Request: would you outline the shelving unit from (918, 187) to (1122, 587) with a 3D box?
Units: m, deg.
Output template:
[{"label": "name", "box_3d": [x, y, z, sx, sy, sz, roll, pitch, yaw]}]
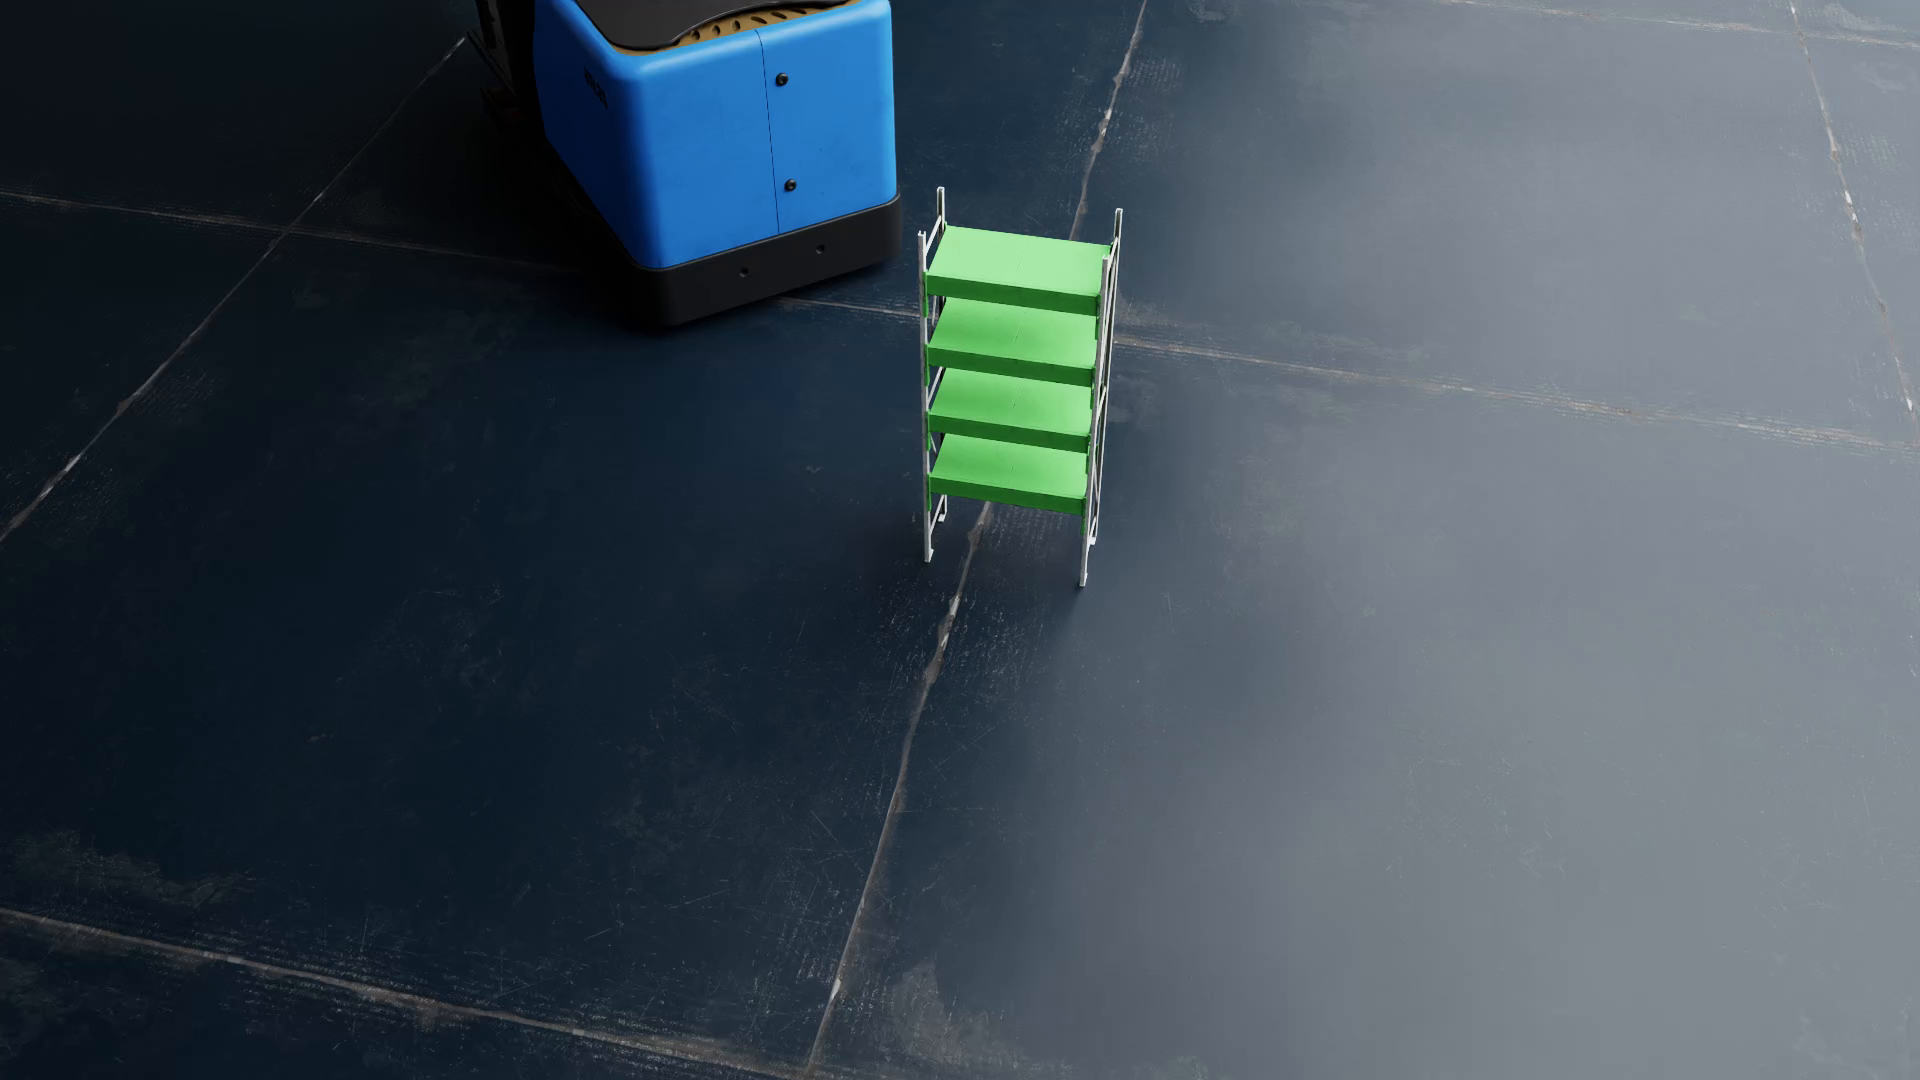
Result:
[{"label": "shelving unit", "box_3d": [0.162, -0.407, 4.808, 0.503, 1.200, 0.258, 9, 45, 9]}]

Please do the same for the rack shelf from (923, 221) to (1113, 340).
[{"label": "rack shelf", "box_3d": [0.162, -0.707, 4.519, 0.480, 0.148, 0.258, 9, 45, 9]}]

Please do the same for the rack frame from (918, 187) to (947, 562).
[{"label": "rack frame", "box_3d": [-0.077, -0.444, 4.846, 0.015, 1.200, 0.240, 9, 45, 9]}]

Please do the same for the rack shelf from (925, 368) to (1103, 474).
[{"label": "rack shelf", "box_3d": [0.162, -0.361, 4.852, 0.480, 0.148, 0.258, 9, 45, 9]}]

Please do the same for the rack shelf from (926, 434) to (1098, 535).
[{"label": "rack shelf", "box_3d": [0.162, -0.188, 5.019, 0.480, 0.148, 0.258, 9, 45, 9]}]

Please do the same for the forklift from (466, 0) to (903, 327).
[{"label": "forklift", "box_3d": [-1.368, -2.834, 6.080, 1.130, 2.935, 3.031, -21, 48, -20]}]

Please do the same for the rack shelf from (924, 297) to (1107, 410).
[{"label": "rack shelf", "box_3d": [0.162, -0.534, 4.686, 0.480, 0.148, 0.258, 9, 45, 9]}]

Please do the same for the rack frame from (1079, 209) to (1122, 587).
[{"label": "rack frame", "box_3d": [0.400, -0.370, 4.769, 0.015, 1.200, 0.240, 9, 45, 9]}]
